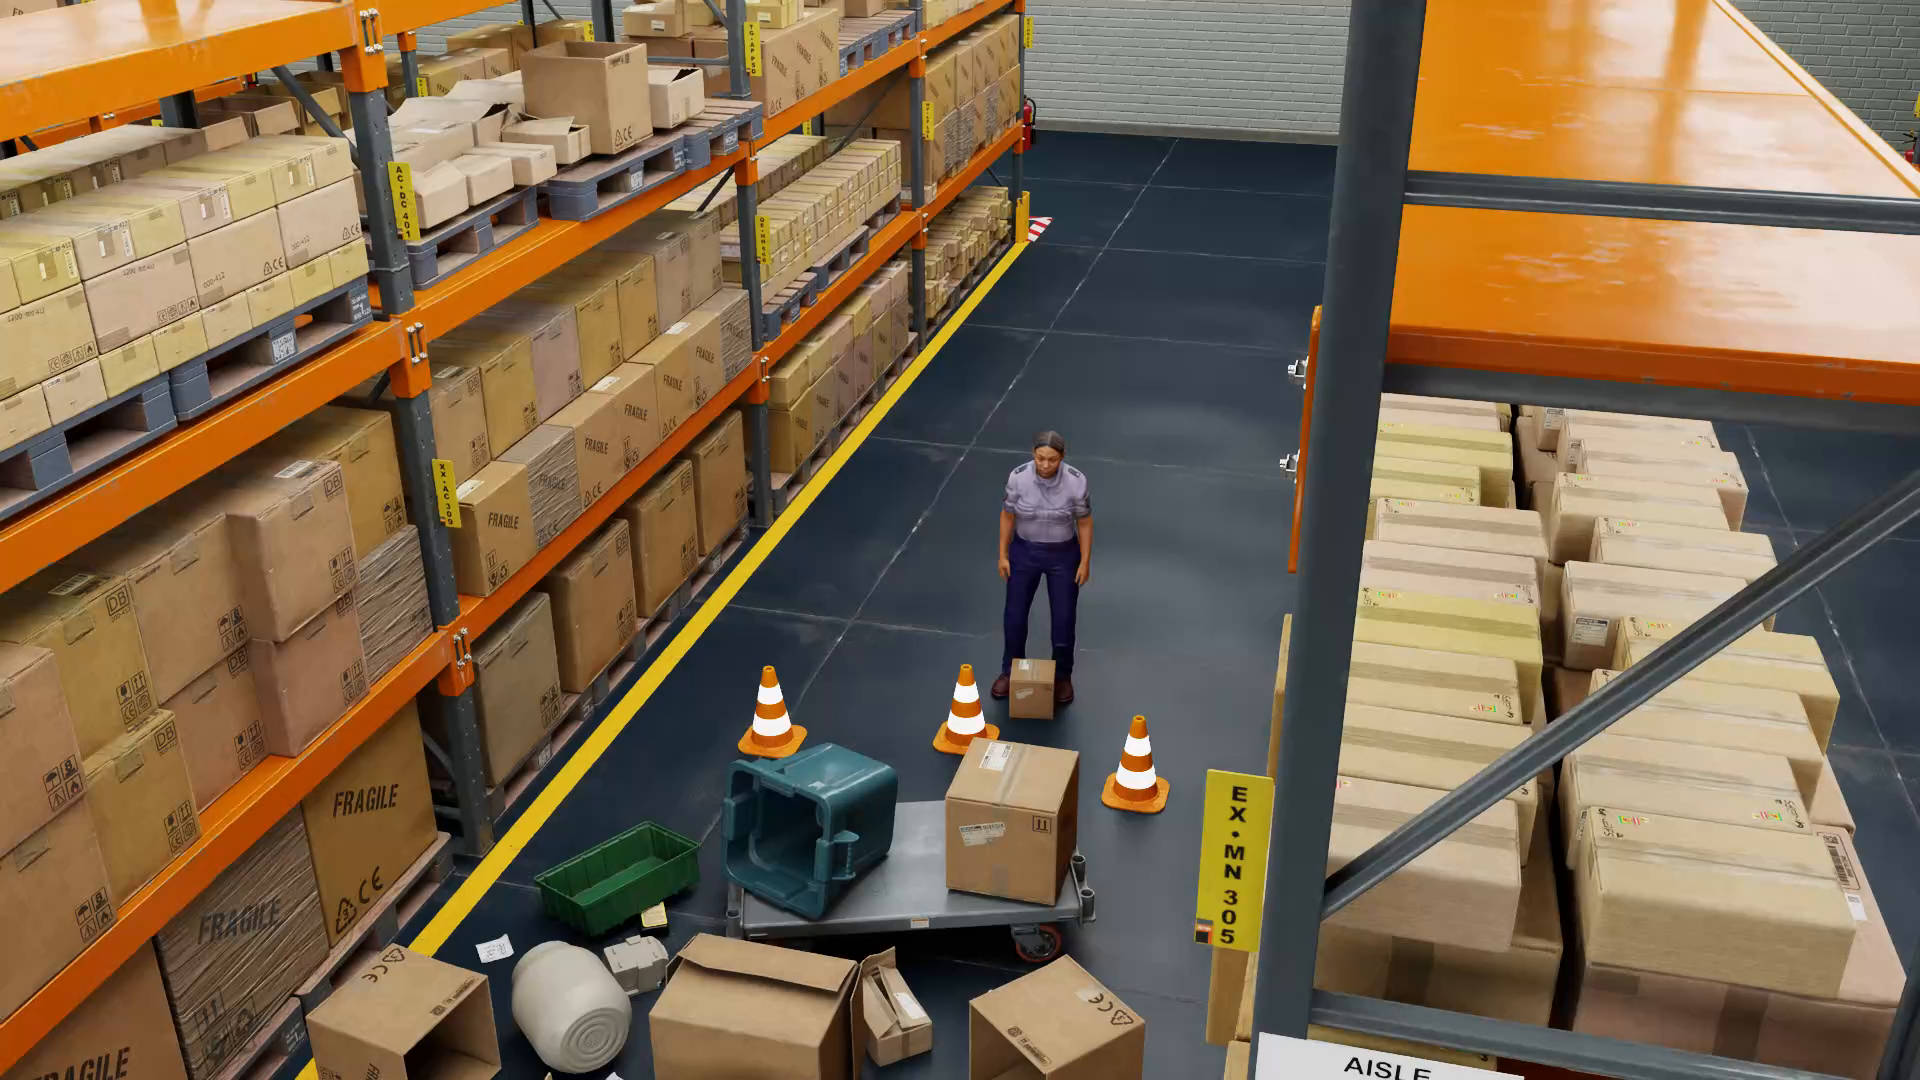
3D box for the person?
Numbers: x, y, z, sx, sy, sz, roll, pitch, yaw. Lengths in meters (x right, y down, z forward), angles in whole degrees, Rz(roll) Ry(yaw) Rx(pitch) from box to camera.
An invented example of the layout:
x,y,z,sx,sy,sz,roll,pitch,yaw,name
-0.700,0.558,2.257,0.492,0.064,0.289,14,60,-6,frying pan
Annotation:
x,y,z,sx,sy,sz,roll,pitch,yaw,name
0.471,0.122,9.449,0.549,1.651,0.367,4,26,9,person
